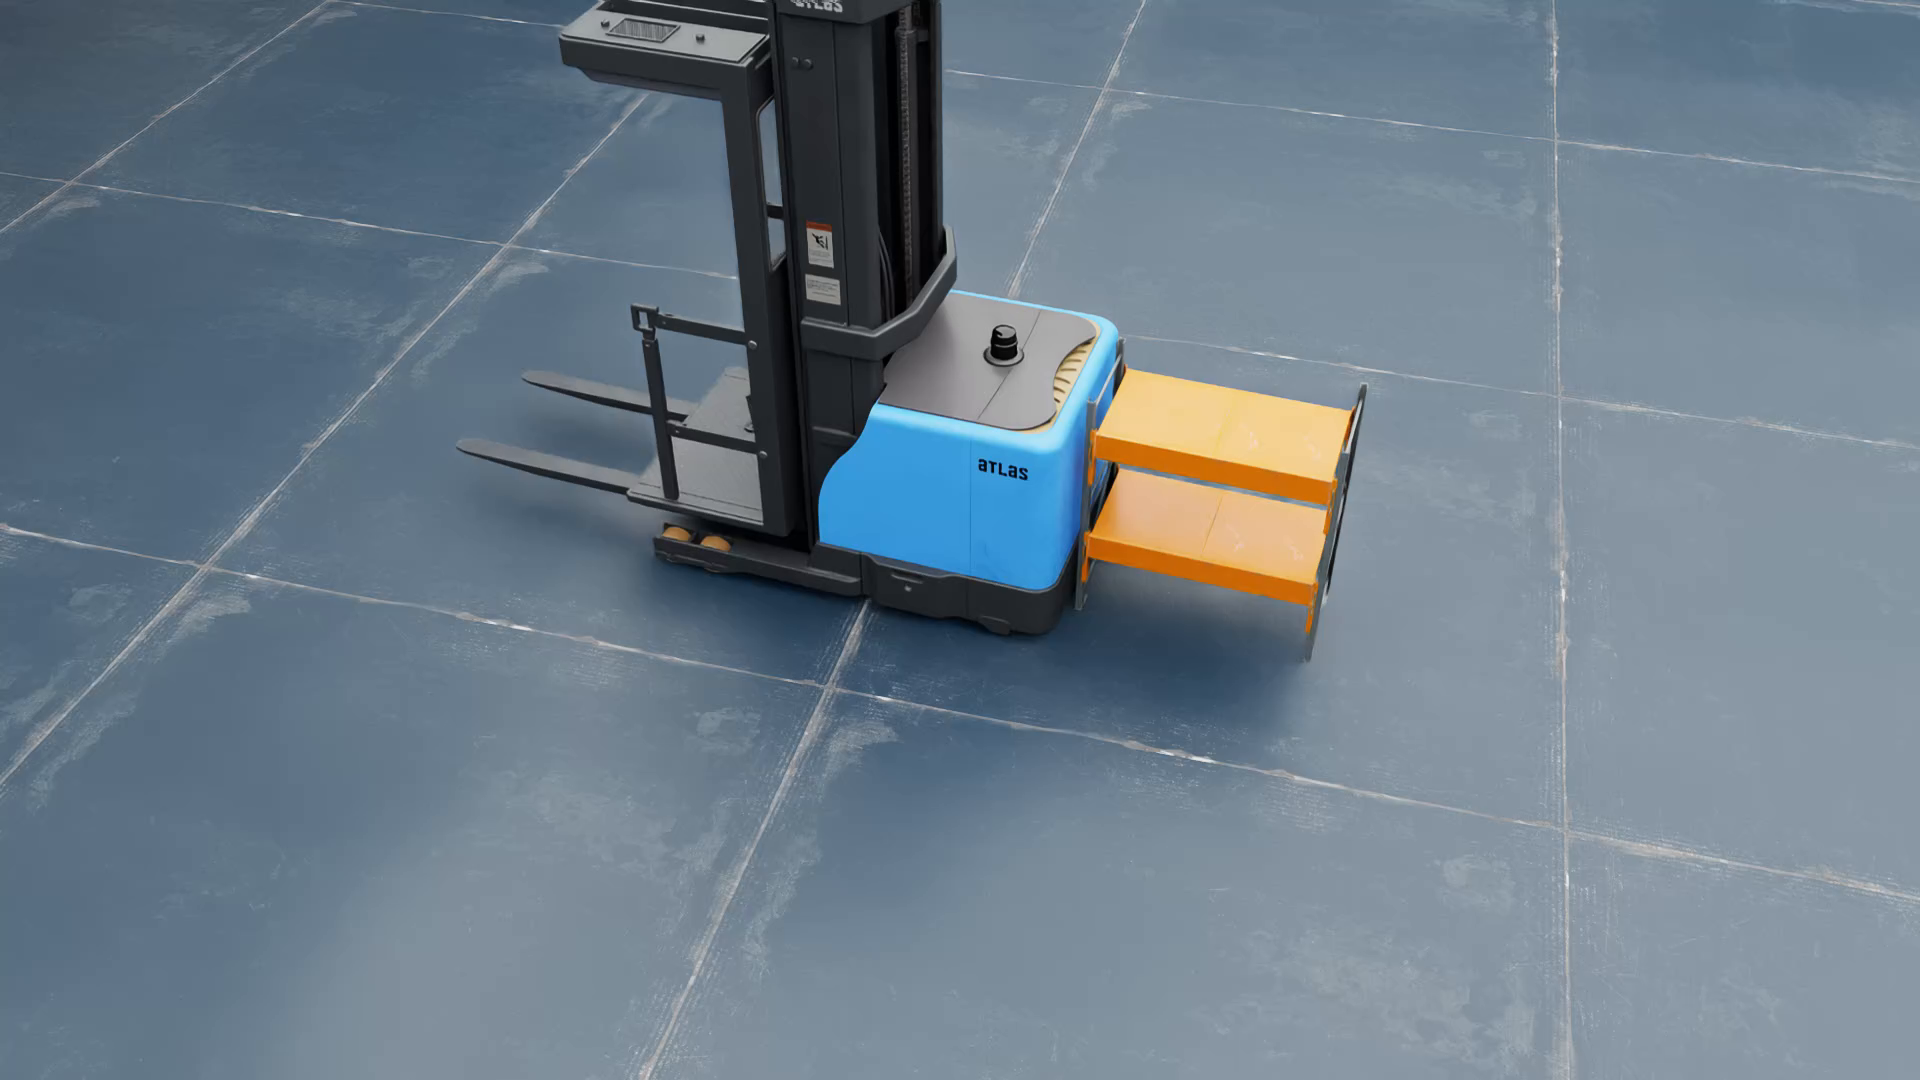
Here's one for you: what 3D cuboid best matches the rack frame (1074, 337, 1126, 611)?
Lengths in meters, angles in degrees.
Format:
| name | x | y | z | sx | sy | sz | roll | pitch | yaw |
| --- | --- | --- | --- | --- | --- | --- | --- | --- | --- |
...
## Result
| name | x | y | z | sx | sy | sz | roll | pitch | yaw |
| --- | --- | --- | --- | --- | --- | --- | --- | --- | --- |
| rack frame | 0.605 | -0.271 | 7.198 | 0.032 | 1.125 | 0.500 | 13 | 42 | 15 |

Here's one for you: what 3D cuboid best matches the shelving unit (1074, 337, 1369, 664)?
| name | x | y | z | sx | sy | sz | roll | pitch | yaw |
| --- | --- | --- | --- | --- | --- | --- | --- | --- | --- |
| shelving unit | 1.085 | -0.164 | 7.070 | 1.048 | 1.125 | 0.538 | 13 | 42 | 15 |

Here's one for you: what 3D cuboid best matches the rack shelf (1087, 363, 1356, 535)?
| name | x | y | z | sx | sy | sz | roll | pitch | yaw |
| --- | --- | --- | --- | --- | --- | --- | --- | --- | --- |
| rack shelf | 1.085 | -0.388 | 6.882 | 1.000 | 0.278 | 0.538 | 13 | 42 | 15 |

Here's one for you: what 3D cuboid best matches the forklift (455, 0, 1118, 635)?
| name | x | y | z | sx | sy | sz | roll | pitch | yaw |
| --- | --- | --- | --- | --- | --- | --- | --- | --- | --- |
| forklift | -0.872 | -1.282 | 6.997 | 3.031 | 2.935 | 1.130 | 13 | 42 | 15 |

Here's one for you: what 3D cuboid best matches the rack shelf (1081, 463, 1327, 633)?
| name | x | y | z | sx | sy | sz | roll | pitch | yaw |
| --- | --- | --- | --- | --- | --- | --- | --- | --- | --- |
| rack shelf | 1.085 | 0.024 | 7.227 | 1.000 | 0.278 | 0.538 | 13 | 42 | 15 |

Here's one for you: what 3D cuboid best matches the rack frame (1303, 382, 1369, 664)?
| name | x | y | z | sx | sy | sz | roll | pitch | yaw |
| --- | --- | --- | --- | --- | --- | --- | --- | --- | --- |
| rack frame | 1.565 | -0.057 | 6.943 | 0.032 | 1.125 | 0.500 | 13 | 42 | 15 |
